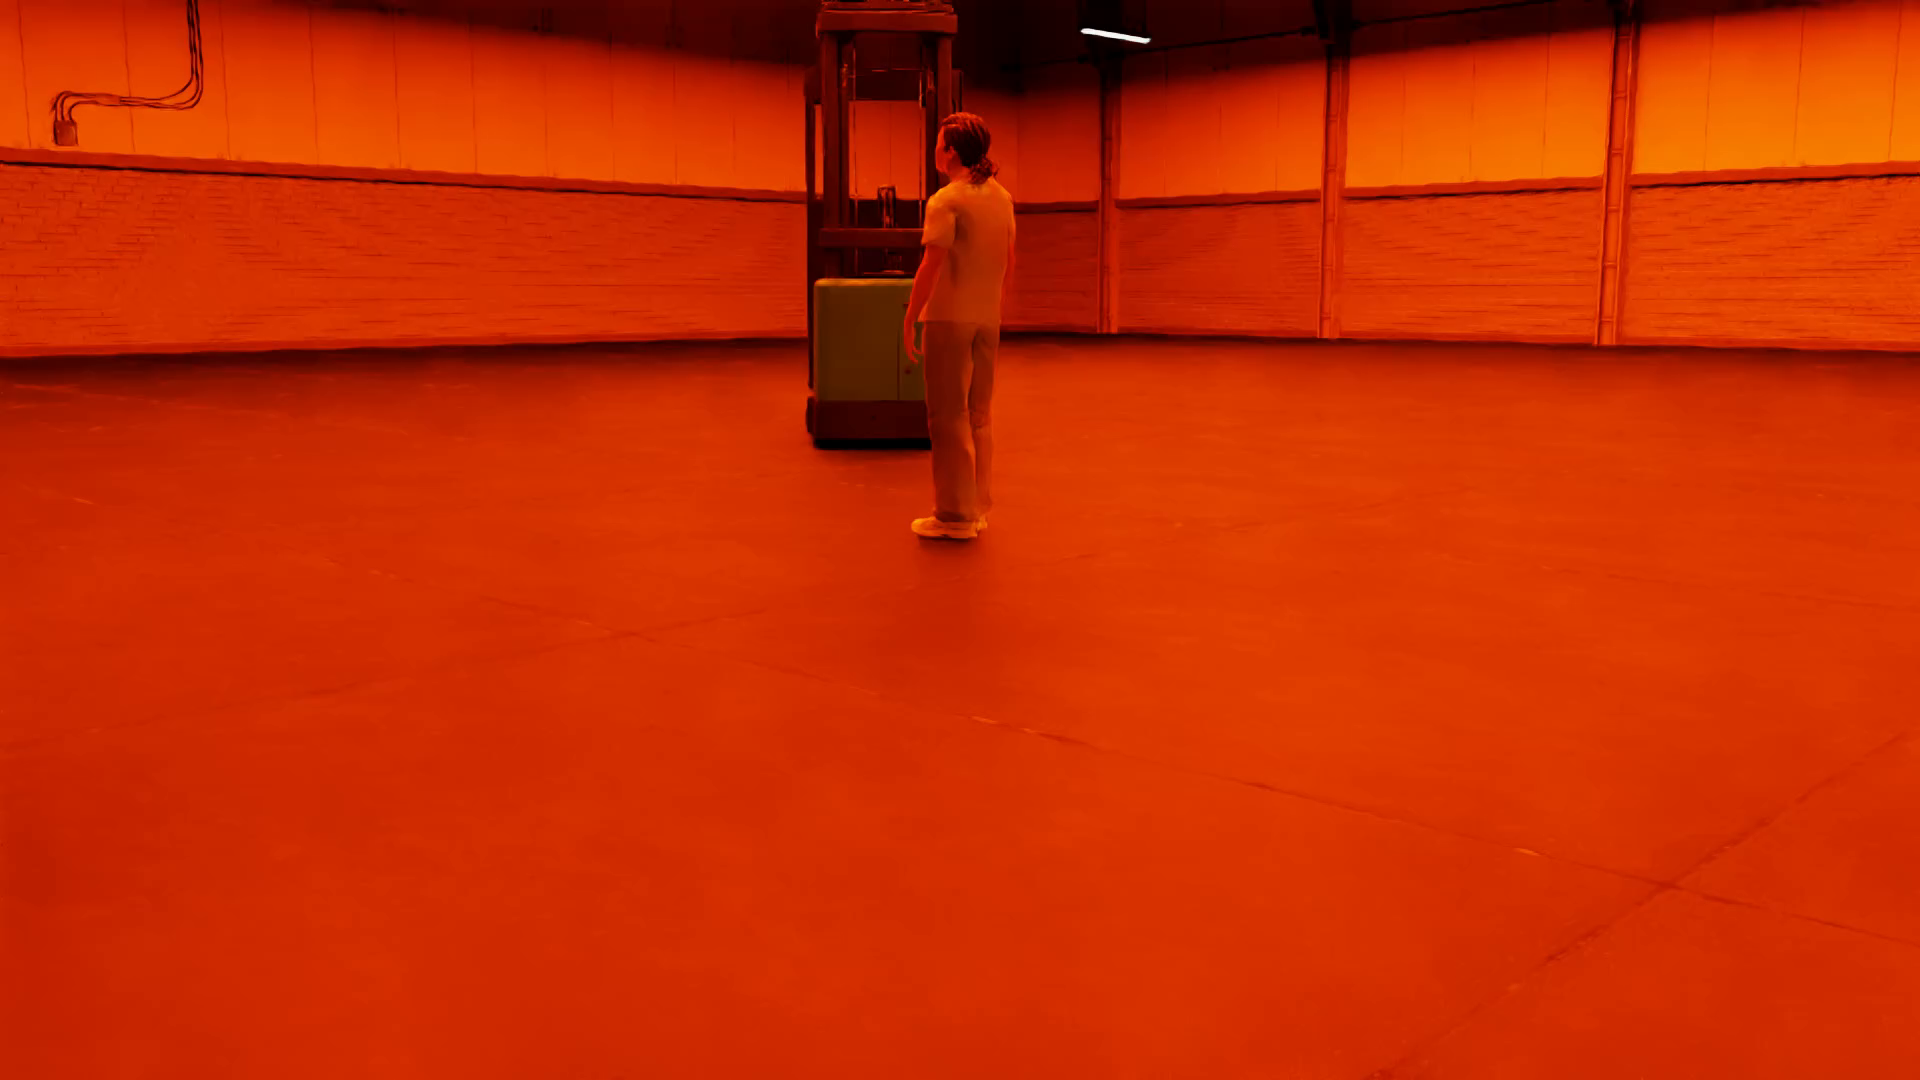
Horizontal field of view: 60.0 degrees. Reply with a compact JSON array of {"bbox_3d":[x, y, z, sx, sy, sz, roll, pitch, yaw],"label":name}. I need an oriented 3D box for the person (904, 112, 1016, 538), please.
[{"bbox_3d":[-0.050,-0.837,6.658,0.532,1.657,0.550,8,12,43],"label":"person"}]

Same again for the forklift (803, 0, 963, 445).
[{"bbox_3d":[-0.548,-2.245,11.787,1.130,2.935,3.031,-1,9,-6],"label":"forklift"}]
